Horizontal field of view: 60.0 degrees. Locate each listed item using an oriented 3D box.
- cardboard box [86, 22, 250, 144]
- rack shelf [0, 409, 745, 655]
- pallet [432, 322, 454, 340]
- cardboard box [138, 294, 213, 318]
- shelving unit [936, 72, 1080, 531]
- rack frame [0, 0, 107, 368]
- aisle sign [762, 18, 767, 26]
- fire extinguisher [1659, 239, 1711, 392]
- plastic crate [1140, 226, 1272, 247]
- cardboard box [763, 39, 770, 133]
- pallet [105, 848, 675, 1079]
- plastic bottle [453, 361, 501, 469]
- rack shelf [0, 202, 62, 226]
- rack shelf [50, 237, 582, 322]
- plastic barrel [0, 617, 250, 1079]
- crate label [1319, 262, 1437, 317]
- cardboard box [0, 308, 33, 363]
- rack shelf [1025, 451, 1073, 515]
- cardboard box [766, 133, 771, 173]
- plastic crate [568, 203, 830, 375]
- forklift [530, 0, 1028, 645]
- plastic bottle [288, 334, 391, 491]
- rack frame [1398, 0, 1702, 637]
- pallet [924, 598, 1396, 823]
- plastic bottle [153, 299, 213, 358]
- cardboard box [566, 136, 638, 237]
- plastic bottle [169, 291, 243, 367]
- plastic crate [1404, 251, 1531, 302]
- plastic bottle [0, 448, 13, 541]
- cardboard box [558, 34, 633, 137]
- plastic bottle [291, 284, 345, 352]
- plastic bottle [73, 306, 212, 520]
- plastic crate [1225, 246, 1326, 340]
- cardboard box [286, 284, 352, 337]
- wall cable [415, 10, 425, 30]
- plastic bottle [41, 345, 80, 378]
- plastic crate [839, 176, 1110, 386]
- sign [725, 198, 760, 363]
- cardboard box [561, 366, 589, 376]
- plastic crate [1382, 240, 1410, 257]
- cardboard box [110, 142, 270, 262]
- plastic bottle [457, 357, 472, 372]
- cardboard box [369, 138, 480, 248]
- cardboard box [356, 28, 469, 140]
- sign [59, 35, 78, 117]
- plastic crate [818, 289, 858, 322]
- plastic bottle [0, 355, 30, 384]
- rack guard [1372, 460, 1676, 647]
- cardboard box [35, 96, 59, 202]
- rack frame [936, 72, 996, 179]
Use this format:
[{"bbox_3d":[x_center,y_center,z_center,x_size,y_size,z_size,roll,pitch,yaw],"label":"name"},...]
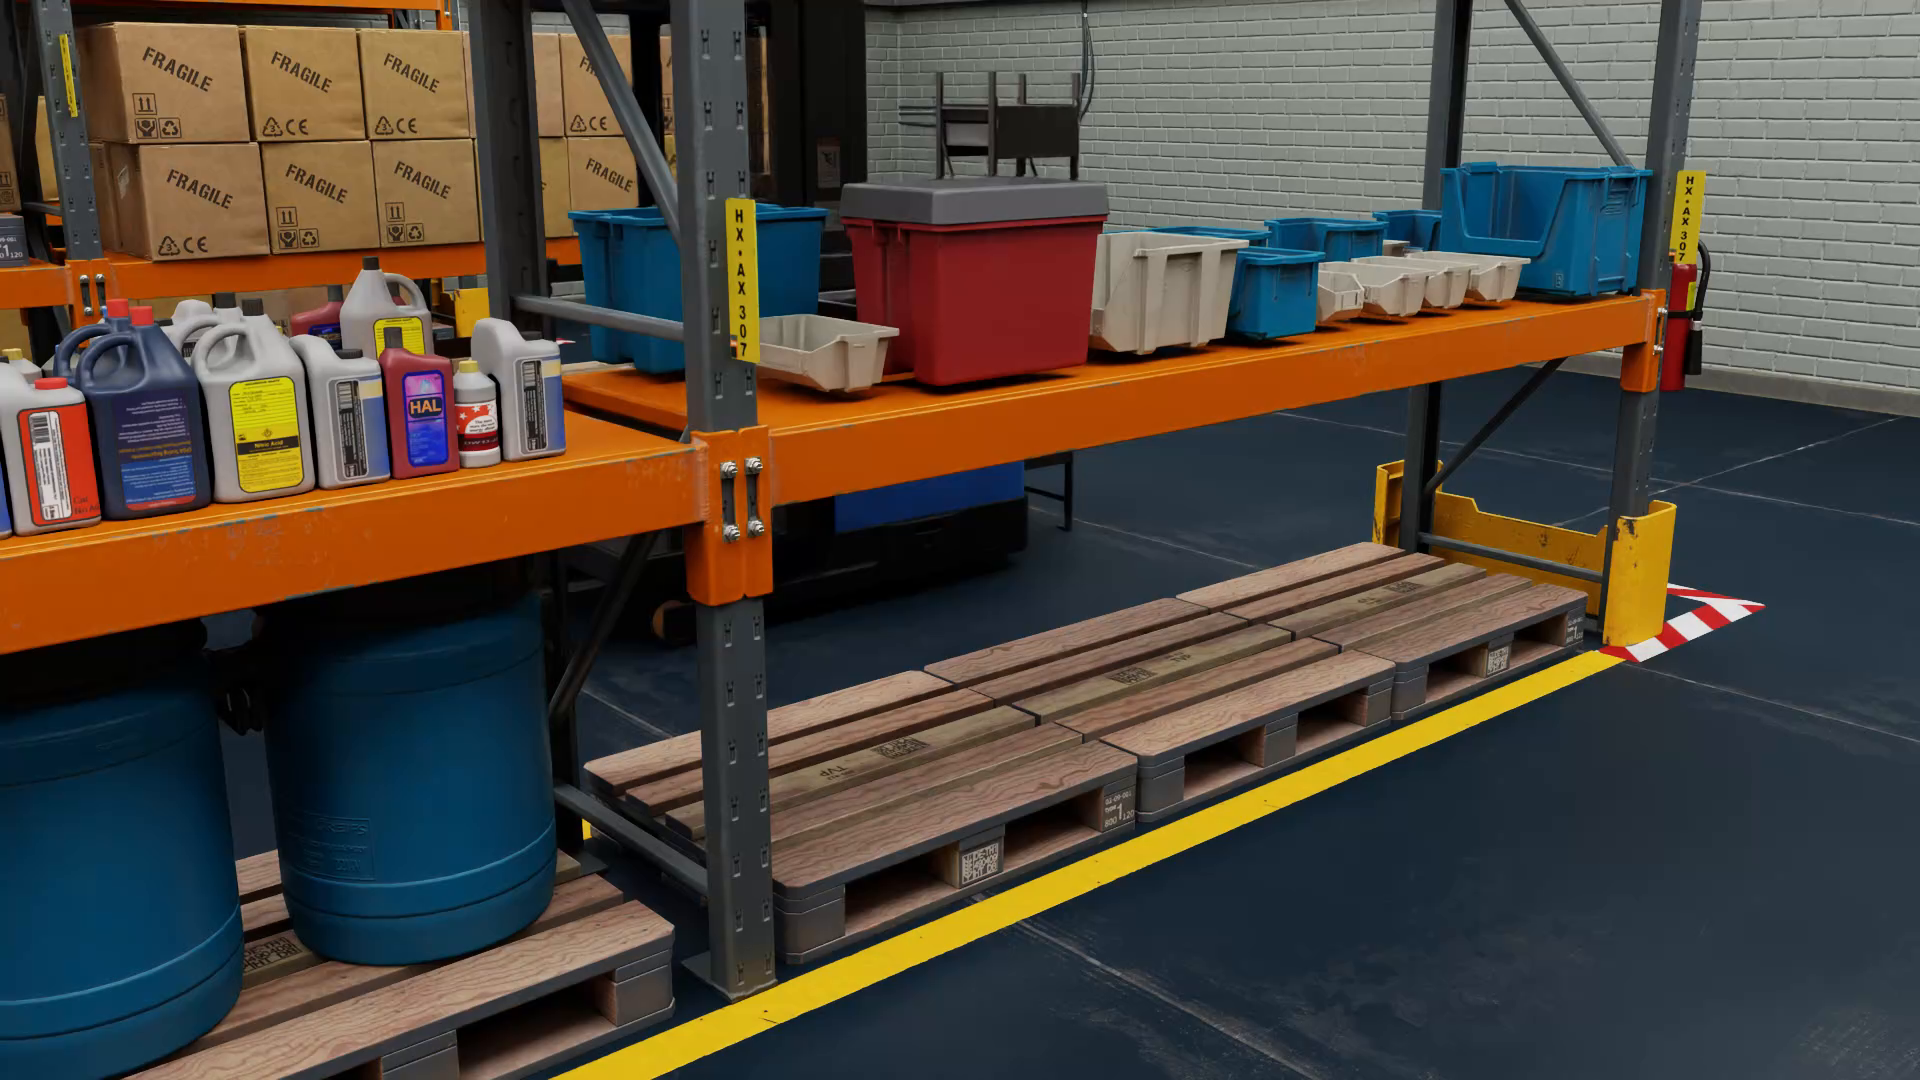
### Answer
[{"bbox_3d":[-3.508,-2.020,7.368,0.500,0.500,0.500,-12,19,-38],"label":"cardboard box"},{"bbox_3d":[-2.308,0.188,2.628,4.000,0.370,1.077,-13,19,-39],"label":"rack shelf"},{"bbox_3d":[-4.837,-1.607,13.357,1.213,0.211,1.003,-13,19,-39],"label":"pallet"},{"bbox_3d":[-5.901,-1.700,12.333,0.500,0.500,0.700,-12,19,-38],"label":"cardboard box"},{"bbox_3d":[0.214,-1.060,7.649,0.503,2.100,0.431,-12,19,-37],"label":"shelving unit"},{"bbox_3d":[-4.048,-1.464,7.417,0.127,3.000,1.000,-13,19,-39],"label":"rack frame"},{"bbox_3d":[-1.172,-3.466,9.875,0.004,0.787,0.394,-13,19,-39],"label":"aisle sign"},{"bbox_3d":[2.630,-0.896,6.163,0.183,0.674,0.296,-13,19,-39],"label":"fire extinguisher"},{"bbox_3d":[0.823,-0.924,5.603,0.300,0.233,0.416,-13,19,-39],"label":"plastic crate"},{"bbox_3d":[-1.186,-2.544,9.329,0.500,0.500,0.500,-13,20,-40],"label":"cardboard box"},{"bbox_3d":[-1.409,0.971,3.705,1.213,0.211,1.003,-13,19,-39],"label":"pallet"},{"bbox_3d":[-0.954,-0.248,3.251,0.097,0.201,0.097,0,15,0],"label":"plastic bottle"},{"bbox_3d":[-5.794,-2.419,12.386,4.000,0.370,1.077,-13,19,-39],"label":"rack shelf"},{"bbox_3d":[-2.539,-1.455,8.778,4.000,0.370,1.077,-13,19,-39],"label":"rack shelf"},{"bbox_3d":[-1.755,0.521,3.239,0.708,0.901,0.600,-13,19,-39],"label":"plastic barrel"},{"bbox_3d":[1.300,-0.806,5.350,0.243,0.136,0.396,-13,19,-39],"label":"crate label"},{"bbox_3d":[-6.671,-1.529,11.692,0.500,0.500,0.700,-12,19,-39],"label":"cardboard box"},{"bbox_3d":[0.214,-0.370,7.833,0.480,0.518,0.431,-12,19,-37],"label":"rack shelf"},{"bbox_3d":[-1.190,-2.061,9.458,0.500,0.500,0.500,-12,19,-38],"label":"cardboard box"},{"bbox_3d":[-0.671,-0.665,4.343,0.575,0.384,0.392,-13,19,-39],"label":"plastic crate"},{"bbox_3d":[-1.167,-1.174,6.466,3.031,2.935,1.130,-12,19,-37],"label":"forklift"},{"bbox_3d":[-1.160,-0.247,3.103,0.135,0.276,0.152,-13,19,-39],"label":"plastic bottle"},{"bbox_3d":[2.218,-1.176,6.341,0.127,3.000,1.000,-13,19,-39],"label":"rack frame"},{"bbox_3d":[0.651,0.509,5.436,1.213,0.211,1.003,-13,19,-39],"label":"pallet"},{"bbox_3d":[-1.674,-0.372,3.572,0.135,0.276,0.152,-13,19,-39],"label":"plastic bottle"},{"bbox_3d":[-1.959,-1.889,8.814,0.500,0.500,0.500,-12,19,-39],"label":"cardboard box"},{"bbox_3d":[-1.372,-0.283,3.094,0.185,0.351,0.144,-13,19,-39],"label":"plastic bottle"},{"bbox_3d":[1.722,-0.904,5.718,0.243,0.136,0.396,-13,19,-39],"label":"plastic crate"},{"bbox_3d":[-1.642,-0.139,2.698,0.135,0.276,0.152,-13,19,-39],"label":"plastic bottle"},{"bbox_3d":[-1.954,-2.369,8.675,0.500,0.500,0.500,-12,19,-38],"label":"cardboard box"},{"bbox_3d":[-1.456,-0.441,3.813,0.133,0.283,0.061,-13,19,-39],"label":"plastic bottle"},{"bbox_3d":[-1.417,-0.224,2.872,0.185,0.351,0.144,-13,19,-39],"label":"plastic bottle"},{"bbox_3d":[0.837,-0.726,4.865,0.300,0.233,0.416,-13,19,-39],"label":"plastic crate"},{"bbox_3d":[-5.125,-1.877,12.996,0.500,0.500,0.700,-13,20,-40],"label":"cardboard box"},{"bbox_3d":[-3.940,-3.997,14.932,1.851,1.984,0.084,-13,19,-39],"label":"wall cable"},{"bbox_3d":[-1.853,-0.306,3.466,0.097,0.201,0.097,0,15,0],"label":"plastic bottle"},{"bbox_3d":[0.039,-0.661,4.171,0.583,0.464,0.402,-13,19,-39],"label":"plastic crate"},{"bbox_3d":[-0.439,-0.525,3.366,0.005,0.325,0.100,-13,19,-39],"label":"sign"},{"bbox_3d":[-2.381,-0.819,9.479,0.500,0.250,0.500,-13,19,-39],"label":"cardboard box"},{"bbox_3d":[1.520,-1.062,6.307,0.298,0.136,0.250,-13,19,-39],"label":"plastic crate"},{"bbox_3d":[-3.485,-1.545,7.528,0.500,0.500,0.500,-12,19,-38],"label":"cardboard box"},{"bbox_3d":[-0.980,-0.294,3.423,0.097,0.201,0.097,0,15,0],"label":"plastic bottle"},{"bbox_3d":[-2.721,-1.717,8.171,0.500,0.500,0.500,-13,20,-40],"label":"cardboard box"},{"bbox_3d":[-2.731,-2.194,8.022,0.500,0.500,0.500,-13,20,-41],"label":"cardboard box"},{"bbox_3d":[-3.681,-1.915,6.865,0.005,0.325,0.100,-13,19,-39],"label":"sign"},{"bbox_3d":[-0.131,-0.637,4.737,0.590,0.125,0.437,-13,19,-39],"label":"plastic crate"},{"bbox_3d":[-1.636,-0.181,2.863,0.097,0.271,0.097,0,15,0],"label":"plastic bottle"},{"bbox_3d":[2.228,0.025,6.688,0.348,0.500,1.175,-13,19,-39],"label":"rack guard"},{"bbox_3d":[-6.328,-2.783,11.777,0.700,0.700,0.980,-13,20,-41],"label":"cardboard box"},{"bbox_3d":[0.024,-1.020,7.501,0.015,2.100,0.400,-12,19,-37],"label":"rack frame"}]
